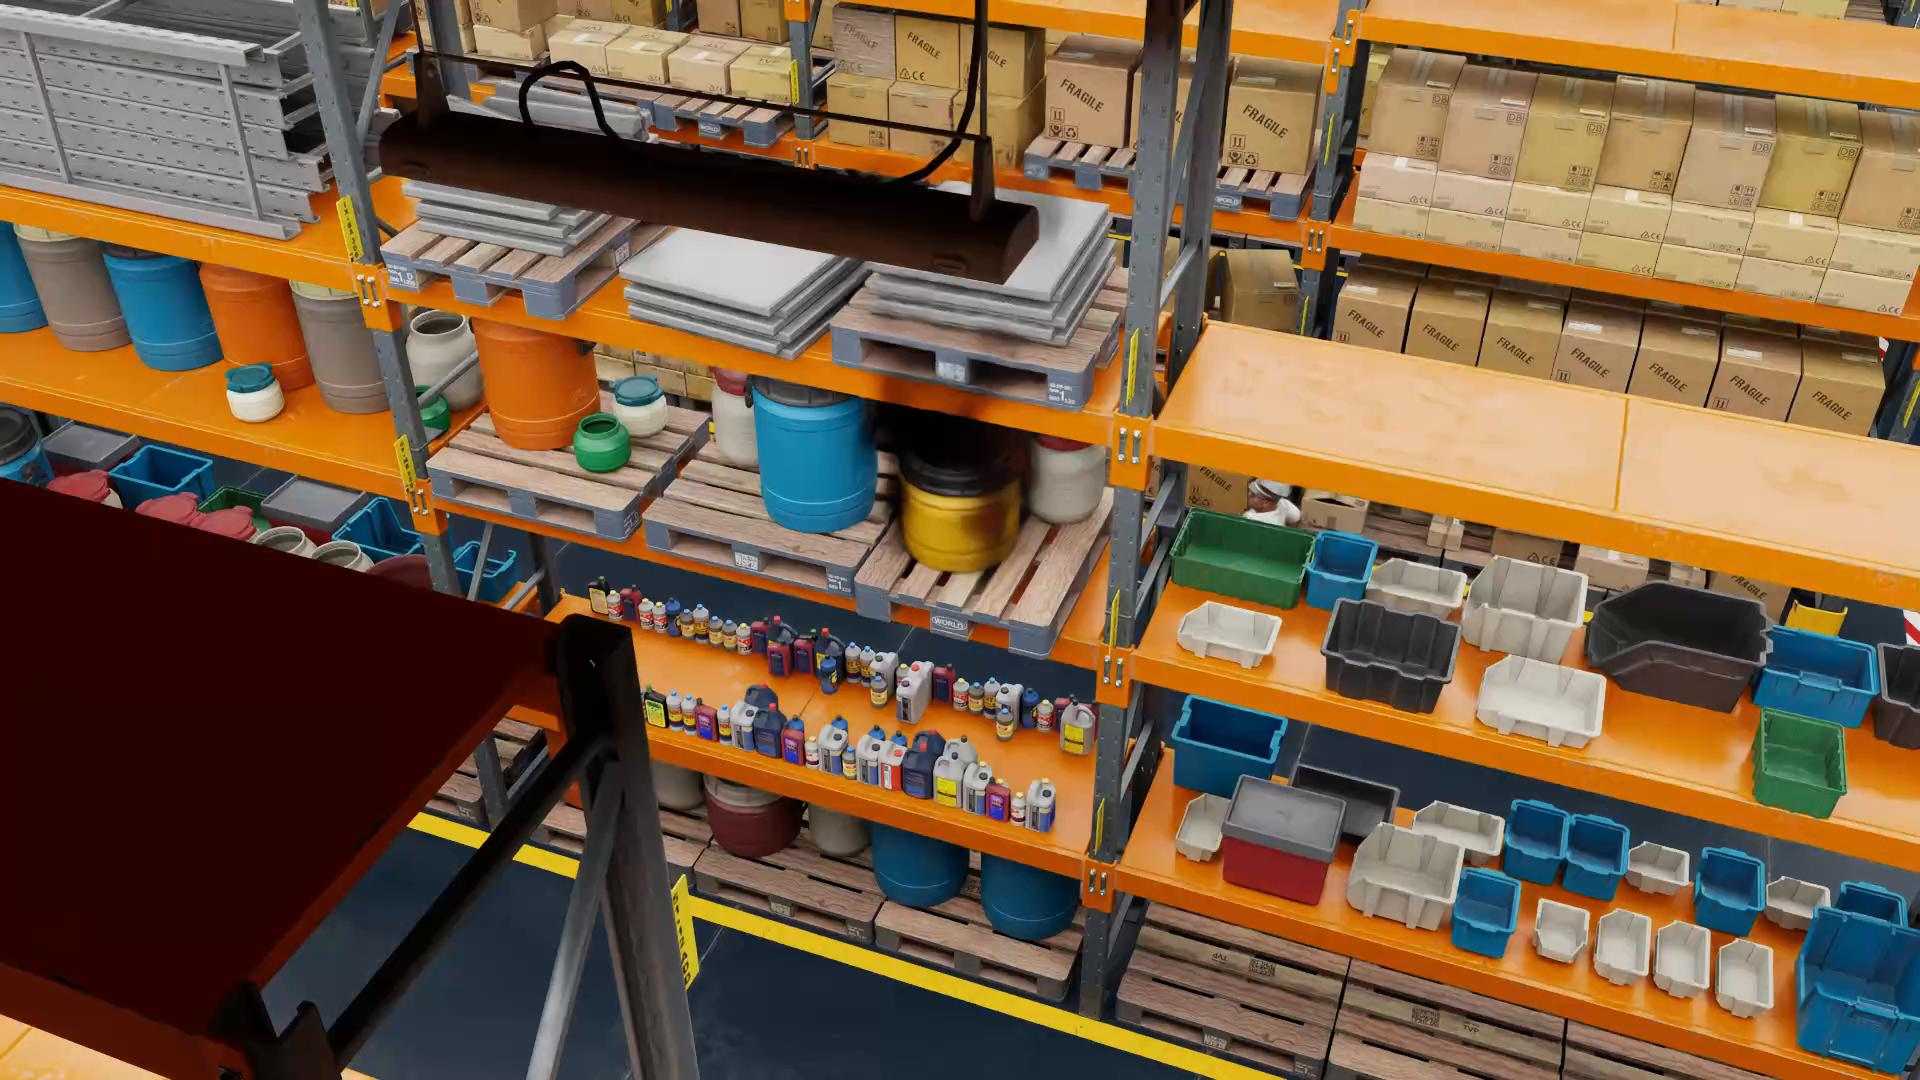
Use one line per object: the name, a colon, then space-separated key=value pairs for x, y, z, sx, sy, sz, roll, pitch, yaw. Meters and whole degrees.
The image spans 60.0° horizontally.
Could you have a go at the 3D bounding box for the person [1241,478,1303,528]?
person: x=2.050 y=0.298 z=11.497 sx=0.835 sy=1.841 sz=0.643 roll=5 pitch=37 yaw=7
